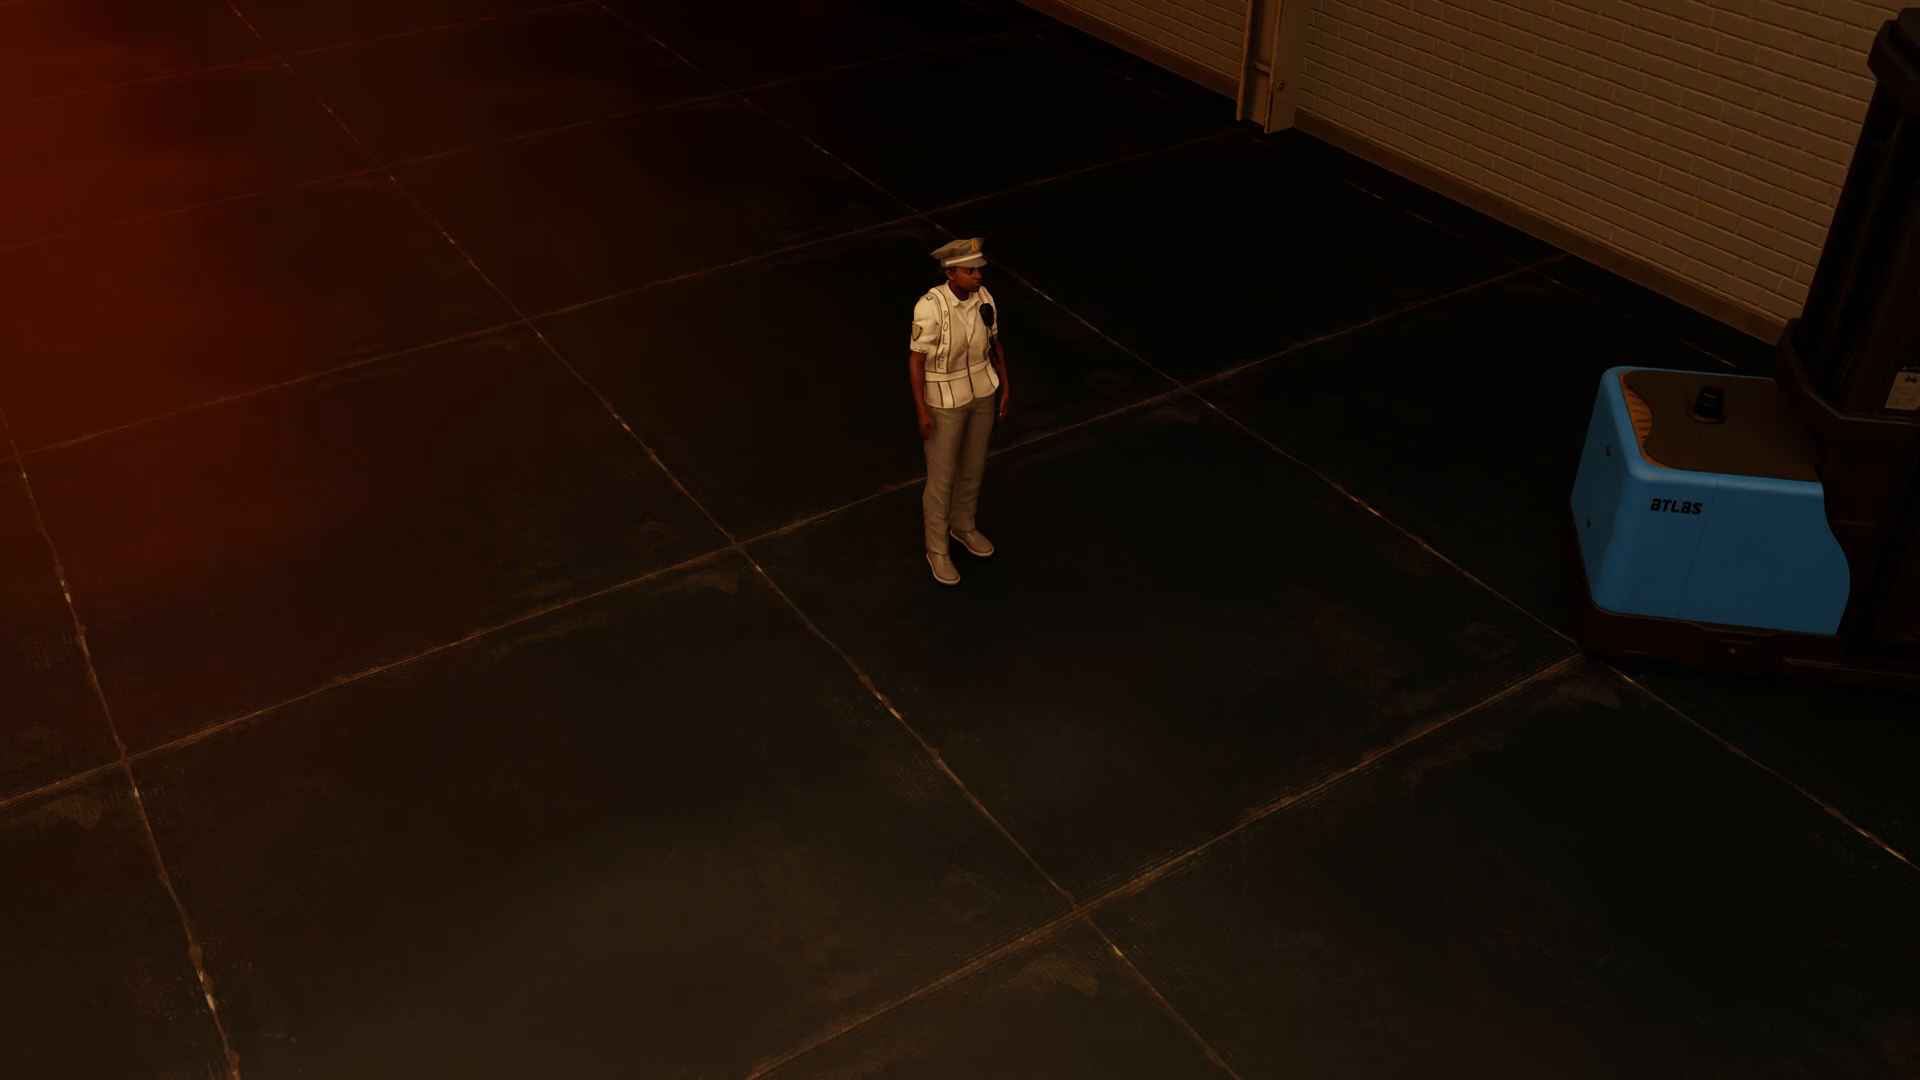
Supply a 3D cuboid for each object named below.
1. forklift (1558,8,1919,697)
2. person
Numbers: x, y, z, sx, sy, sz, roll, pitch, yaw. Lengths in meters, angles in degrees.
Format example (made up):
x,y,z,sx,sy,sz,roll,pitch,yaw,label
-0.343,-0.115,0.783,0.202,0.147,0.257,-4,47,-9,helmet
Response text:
x,y,z,sx,sy,sz,roll,pitch,yaw,label
4.503,-0.755,7.222,3.031,2.935,1.130,6,36,8,forklift
0.025,-0.657,8.145,0.570,1.697,0.528,-21,40,-27,person
